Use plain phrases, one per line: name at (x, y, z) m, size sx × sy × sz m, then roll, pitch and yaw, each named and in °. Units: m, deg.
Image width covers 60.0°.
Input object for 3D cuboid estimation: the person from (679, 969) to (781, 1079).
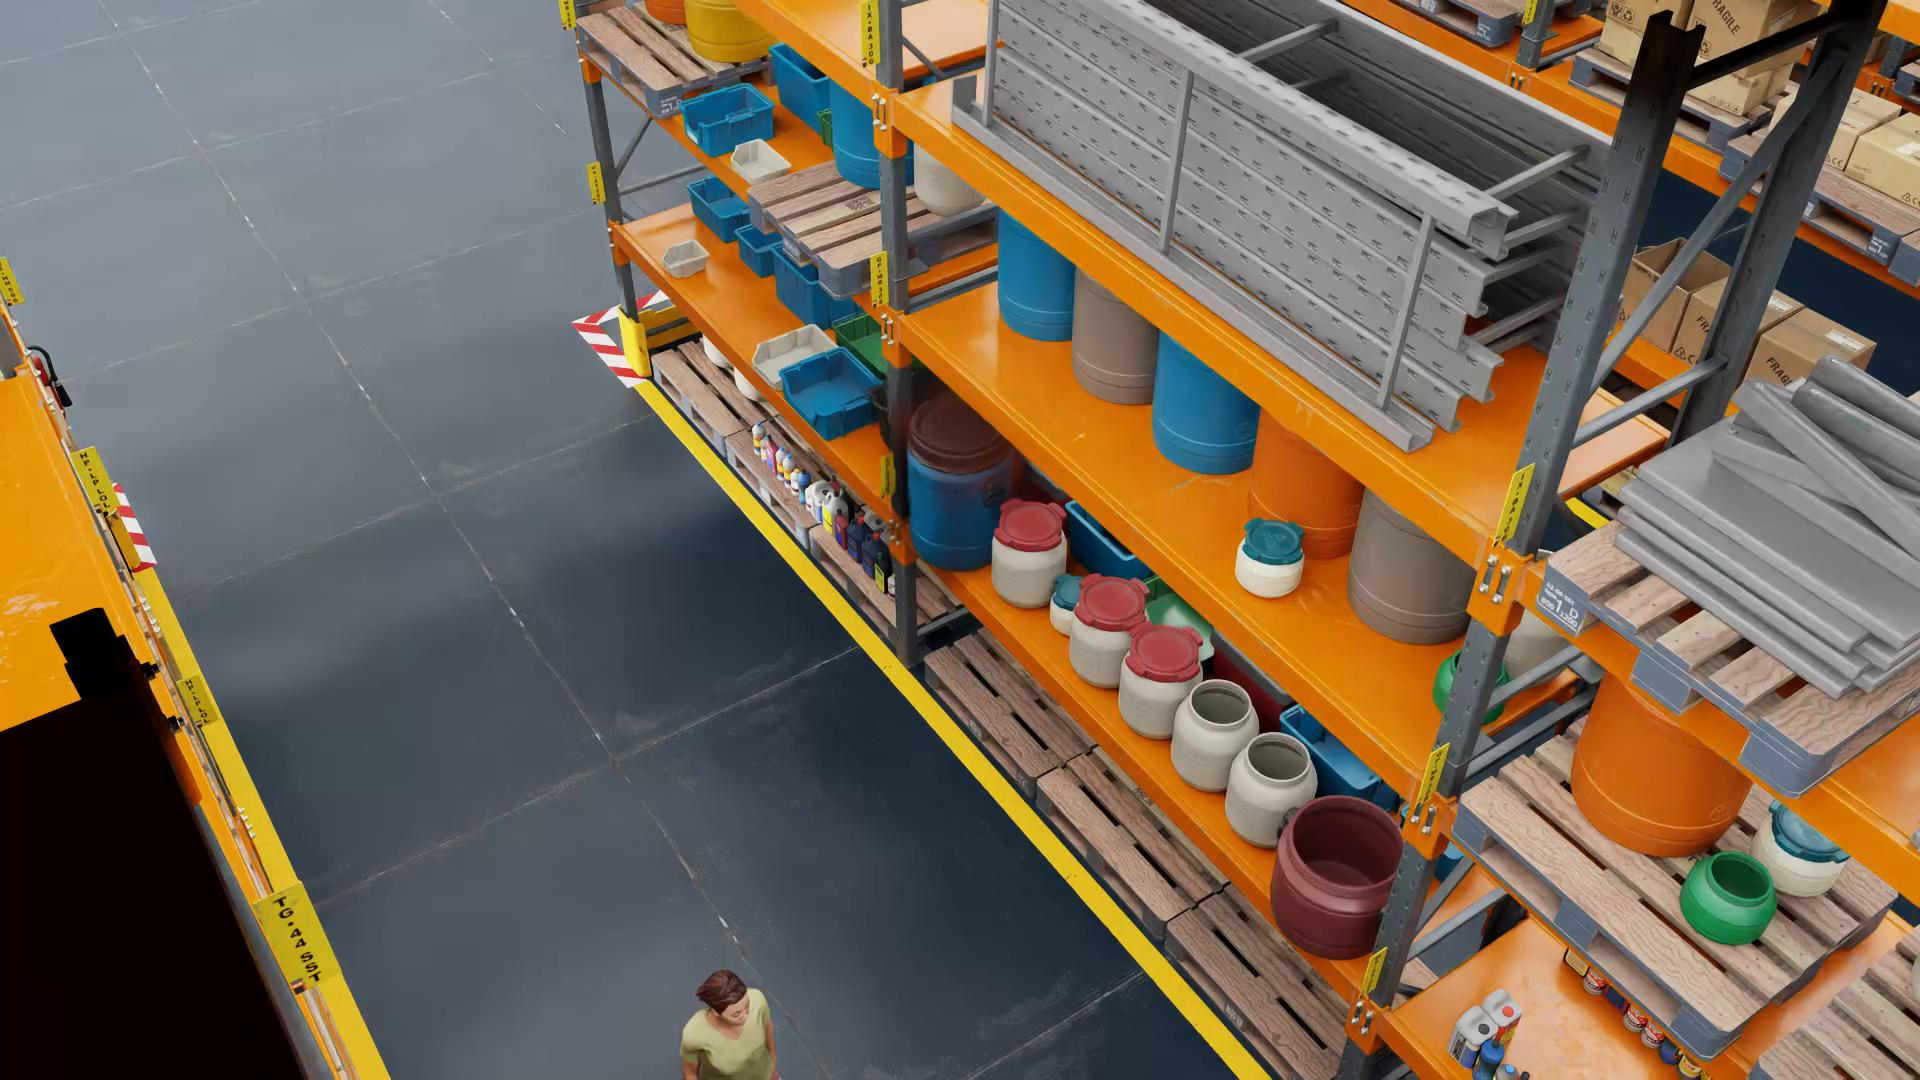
person at (-1.036, 2.474, 7.628) m, size 0.508 × 1.479 × 0.632 m, roll -25°, pitch 48°, yaw -24°
